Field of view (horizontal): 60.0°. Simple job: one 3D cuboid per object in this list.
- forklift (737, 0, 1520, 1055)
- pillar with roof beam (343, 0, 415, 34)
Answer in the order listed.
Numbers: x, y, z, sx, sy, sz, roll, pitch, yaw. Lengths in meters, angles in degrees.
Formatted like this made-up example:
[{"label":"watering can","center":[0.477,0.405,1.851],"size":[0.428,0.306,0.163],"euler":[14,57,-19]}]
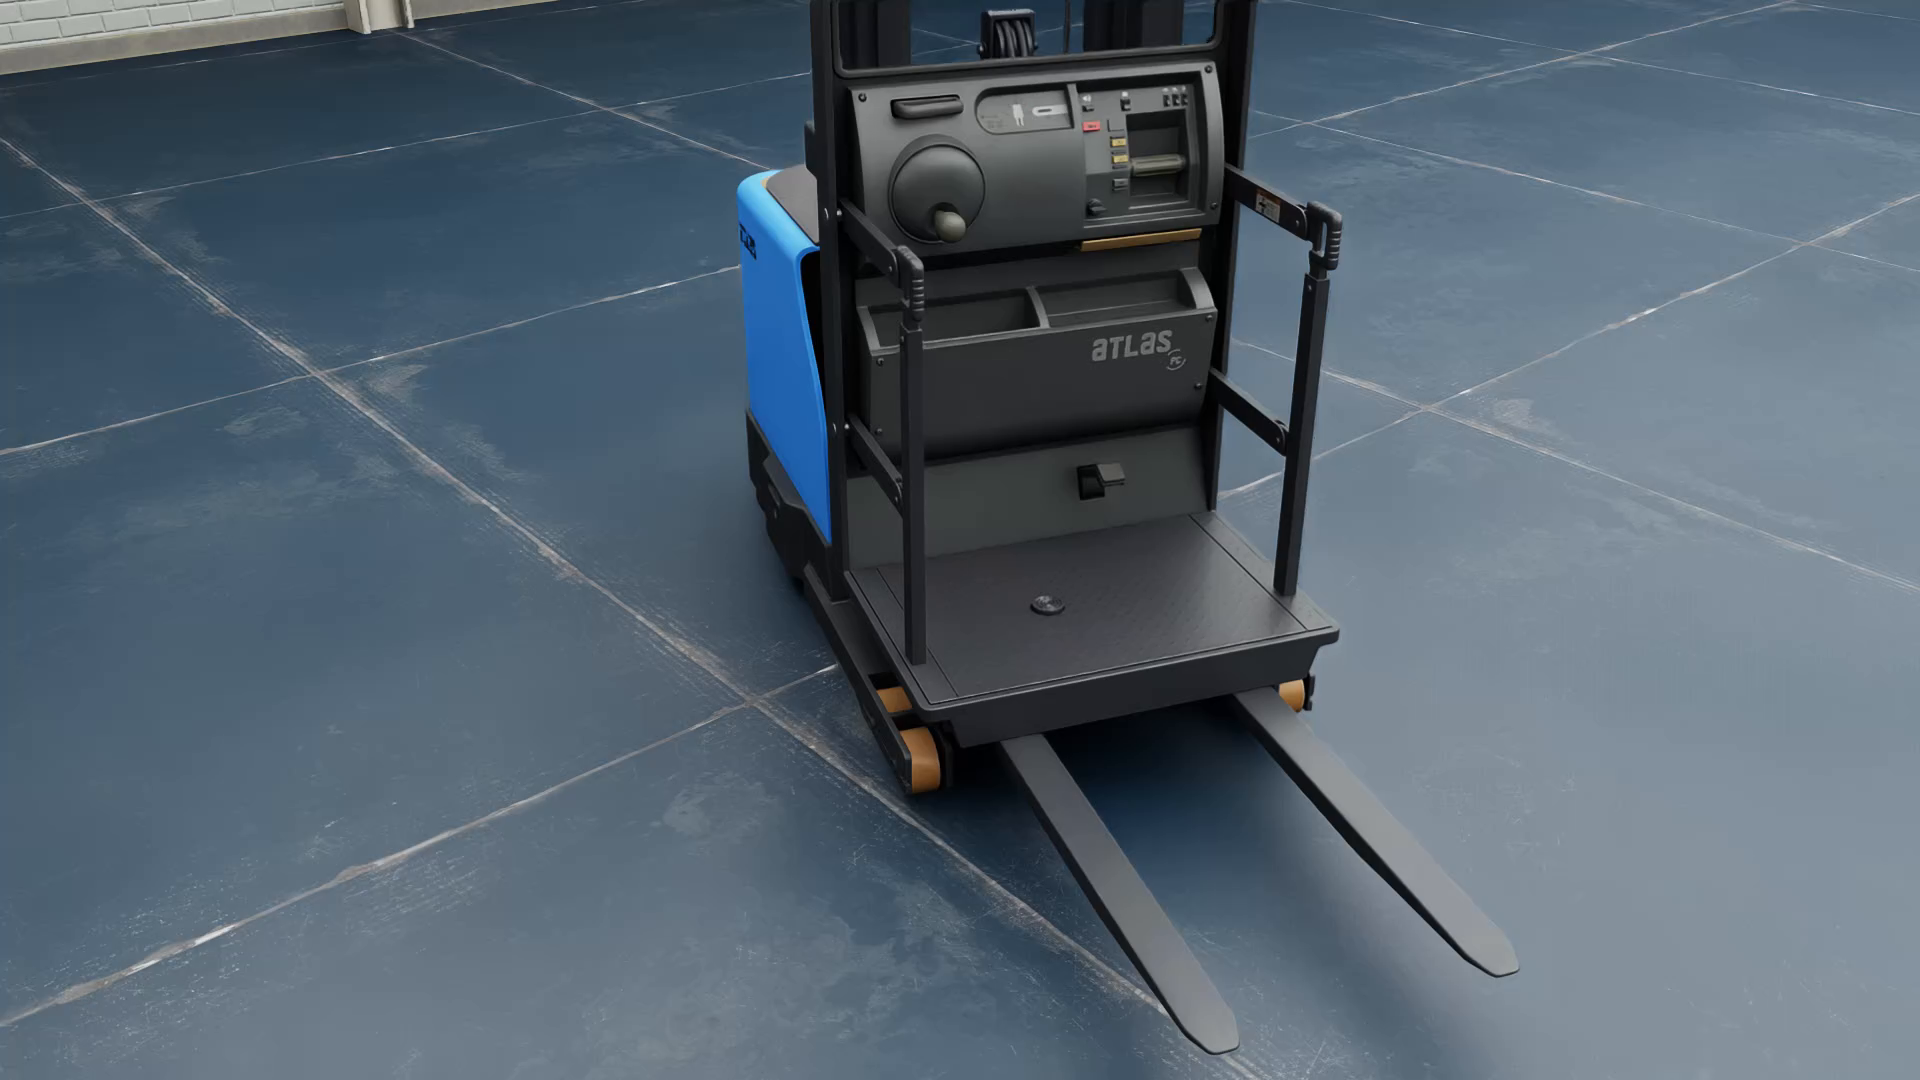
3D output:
[{"label":"forklift","center":[0.272,-0.885,3.797],"size":[1.130,2.935,3.031],"euler":[-9,30,-17]},{"label":"pillar with roof beam","center":[-1.526,-6.251,7.399],"size":[0.400,9.000,9.100],"euler":[-22,35,-35]}]
